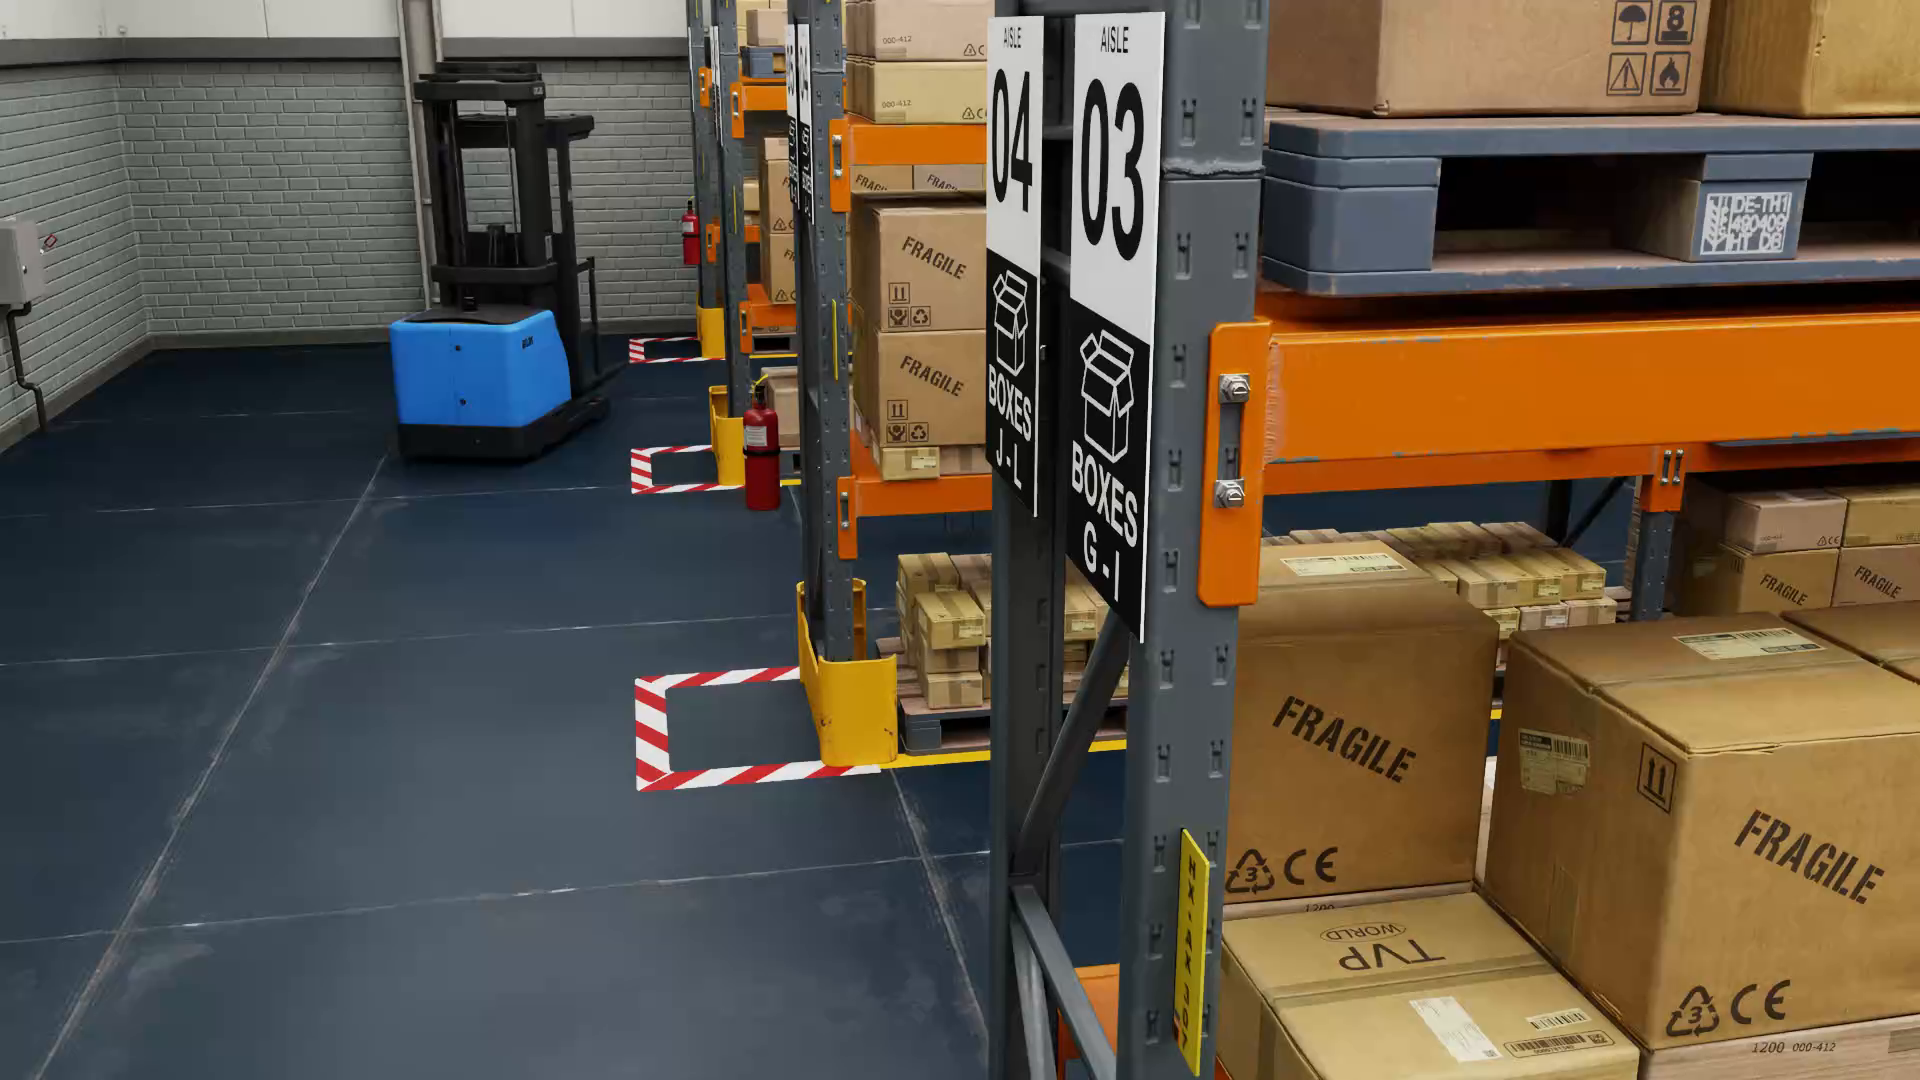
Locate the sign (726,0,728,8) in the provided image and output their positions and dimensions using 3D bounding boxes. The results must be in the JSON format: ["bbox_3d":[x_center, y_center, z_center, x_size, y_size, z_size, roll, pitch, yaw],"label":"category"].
[{"bbox_3d":[-1.566,-3.732,11.122,0.005,0.325,0.100,-3,17,-10],"label":"sign"}]

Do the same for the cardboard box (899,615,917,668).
[{"bbox_3d":[-0.150,0.491,8.245,0.250,0.149,0.380,-3,17,-10],"label":"cardboard box"}]

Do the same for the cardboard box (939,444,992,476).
[{"bbox_3d":[-0.005,-0.411,7.470,0.250,0.149,0.380,-3,17,-8],"label":"cardboard box"}]

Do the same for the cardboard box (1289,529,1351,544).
[{"bbox_3d":[1.885,0.071,8.599,0.250,0.149,0.380,-3,17,-9],"label":"cardboard box"}]

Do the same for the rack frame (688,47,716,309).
[{"bbox_3d":[-2.611,-3.434,16.882,0.127,3.000,1.000,-3,17,-10],"label":"rack frame"}]

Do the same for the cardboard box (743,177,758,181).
[{"bbox_3d":[-2.210,-3.606,17.193,0.500,0.250,0.500,-3,17,-9],"label":"cardboard box"}]

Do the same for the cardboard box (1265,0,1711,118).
[{"bbox_3d":[0.715,-0.921,2.536,0.500,0.500,0.700,-4,18,-14],"label":"cardboard box"}]

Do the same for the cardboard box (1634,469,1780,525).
[{"bbox_3d":[3.983,-0.283,8.890,0.500,0.250,0.500,-4,17,-12],"label":"cardboard box"}]

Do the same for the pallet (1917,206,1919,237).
[{"bbox_3d":[2.141,-0.651,2.865,1.213,0.211,1.003,-3,17,-10],"label":"pallet"}]

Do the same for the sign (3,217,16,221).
[{"bbox_3d":[-7.750,-2.381,13.618,0.001,0.494,0.329,-3,17,-10],"label":"sign"}]

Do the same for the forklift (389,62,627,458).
[{"bbox_3d":[-3.608,-2.407,13.657,1.130,2.935,3.031,2,17,7],"label":"forklift"}]

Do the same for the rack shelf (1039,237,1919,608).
[{"bbox_3d":[2.178,-0.348,2.951,4.000,0.370,1.077,-3,17,-10],"label":"rack shelf"}]

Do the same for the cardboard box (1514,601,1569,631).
[{"bbox_3d":[2.788,0.343,8.219,0.250,0.149,0.380,-4,18,-13],"label":"cardboard box"}]

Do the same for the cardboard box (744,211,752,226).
[{"bbox_3d":[-2.236,-3.253,16.721,0.250,0.149,0.380,-3,17,-11],"label":"cardboard box"}]

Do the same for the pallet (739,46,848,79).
[{"bbox_3d":[-0.939,-3.439,11.941,1.213,0.211,1.003,-3,17,-10],"label":"pallet"}]

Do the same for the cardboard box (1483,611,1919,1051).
[{"bbox_3d":[1.228,0.448,2.716,0.500,0.500,0.500,-4,17,-12],"label":"cardboard box"}]

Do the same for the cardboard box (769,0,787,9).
[{"bbox_3d":[-1.625,-5.152,16.266,0.500,0.250,0.500,-3,17,-11],"label":"cardboard box"}]

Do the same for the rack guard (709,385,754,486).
[{"bbox_3d":[-1.689,-0.807,12.587,0.348,0.500,1.175,-3,17,-10],"label":"rack guard"}]

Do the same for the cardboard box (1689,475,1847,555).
[{"bbox_3d":[4.076,-0.134,8.403,0.500,0.250,0.500,-4,18,-13],"label":"cardboard box"}]

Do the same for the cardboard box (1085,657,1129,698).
[{"bbox_3d":[0.704,0.607,7.867,0.250,0.149,0.380,-3,17,-10],"label":"cardboard box"}]

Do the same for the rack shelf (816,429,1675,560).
[{"bbox_3d":[1.336,-0.349,8.065,4.000,0.370,1.077,-3,17,-10],"label":"rack shelf"}]

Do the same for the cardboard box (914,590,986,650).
[{"bbox_3d":[-0.049,0.365,7.642,0.250,0.149,0.380,-4,18,-13],"label":"cardboard box"}]

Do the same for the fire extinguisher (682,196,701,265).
[{"bbox_3d":[-2.668,-3.077,16.488,0.183,0.674,0.296,-3,17,-10],"label":"fire extinguisher"}]

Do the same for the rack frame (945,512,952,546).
[{"bbox_3d":[-0.076,-0.569,10.622,0.006,1.200,0.240,-3,17,-10],"label":"rack frame"}]

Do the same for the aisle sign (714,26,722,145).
[{"bbox_3d":[-1.681,-3.158,11.557,0.004,0.787,0.394,-3,17,-10],"label":"aisle sign"}]

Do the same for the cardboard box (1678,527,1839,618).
[{"bbox_3d":[4.076,0.225,8.513,0.500,0.500,0.500,-3,17,-8],"label":"cardboard box"}]

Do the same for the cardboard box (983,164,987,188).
[{"bbox_3d":[0.359,-2.563,12.175,0.500,0.500,0.500,-3,17,-10],"label":"cardboard box"}]

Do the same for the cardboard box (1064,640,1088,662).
[{"bbox_3d":[0.439,0.445,7.888,0.250,0.149,0.380,-3,17,-10],"label":"cardboard box"}]

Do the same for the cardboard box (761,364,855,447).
[{"bbox_3d":[-1.037,-1.045,12.752,0.875,0.438,0.875,-4,17,-12],"label":"cardboard box"}]

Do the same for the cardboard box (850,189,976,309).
[{"bbox_3d":[-0.225,-1.347,7.708,0.500,0.500,0.500,-4,17,-12],"label":"cardboard box"}]

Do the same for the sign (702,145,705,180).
[{"bbox_3d":[-2.508,-3.691,16.246,0.005,0.325,0.100,-3,17,-10],"label":"sign"}]

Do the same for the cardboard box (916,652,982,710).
[{"bbox_3d":[-0.052,0.643,7.748,0.250,0.149,0.380,-3,17,-9],"label":"cardboard box"}]

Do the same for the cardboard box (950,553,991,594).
[{"bbox_3d":[0.102,0.196,8.192,0.250,0.149,0.380,-3,17,-9],"label":"cardboard box"}]

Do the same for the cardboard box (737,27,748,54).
[{"bbox_3d":[-2.123,-4.884,16.244,0.500,0.250,0.500,-3,17,-11],"label":"cardboard box"}]

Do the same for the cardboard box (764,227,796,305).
[{"bbox_3d":[-1.140,-1.995,12.027,0.500,0.500,0.500,-3,17,-11],"label":"cardboard box"}]

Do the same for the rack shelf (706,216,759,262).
[{"bbox_3d":[-0.647,-3.201,17.351,4.000,0.370,1.077,-3,17,-10],"label":"rack shelf"}]

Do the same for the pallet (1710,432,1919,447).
[{"bbox_3d":[4.078,-0.713,8.352,1.213,0.211,1.003,-3,17,-10],"label":"pallet"}]

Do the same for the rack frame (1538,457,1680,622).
[{"bbox_3d":[3.300,-0.804,8.322,0.127,3.000,1.000,-3,17,-10],"label":"rack frame"}]

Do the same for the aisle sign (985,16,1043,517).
[{"bbox_3d":[0.087,-0.471,2.810,0.004,0.787,0.394,-3,17,-10],"label":"aisle sign"}]

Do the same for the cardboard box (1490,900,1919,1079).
[{"bbox_3d":[1.246,0.804,2.836,0.500,0.250,0.500,-3,17,-11],"label":"cardboard box"}]

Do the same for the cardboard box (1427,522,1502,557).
[{"bbox_3d":[2.641,0.031,8.729,0.250,0.149,0.380,-2,17,-8],"label":"cardboard box"}]

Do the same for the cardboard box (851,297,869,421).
[{"bbox_3d":[-0.235,-0.871,7.861,0.500,0.500,0.500,-3,17,-9],"label":"cardboard box"}]

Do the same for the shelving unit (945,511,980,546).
[{"bbox_3d":[0.014,-0.574,10.638,0.189,1.200,0.258,-3,17,-10],"label":"shelving unit"}]

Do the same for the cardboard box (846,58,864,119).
[{"bbox_3d":[-0.231,-2.045,7.509,0.500,0.250,0.500,-4,17,-12],"label":"cardboard box"}]

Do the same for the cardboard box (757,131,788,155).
[{"bbox_3d":[-1.351,-2.917,12.221,0.250,0.149,0.380,-3,17,-10],"label":"cardboard box"}]

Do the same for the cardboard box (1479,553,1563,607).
[{"bbox_3d":[2.757,0.194,8.199,0.250,0.149,0.380,-3,17,-10],"label":"cardboard box"}]

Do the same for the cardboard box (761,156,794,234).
[{"bbox_3d":[-1.140,-2.473,11.883,0.500,0.500,0.500,-4,17,-12],"label":"cardboard box"}]

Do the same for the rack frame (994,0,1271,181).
[{"bbox_3d":[0.214,-2.014,2.042,0.127,3.000,1.000,-3,17,-10],"label":"rack frame"}]

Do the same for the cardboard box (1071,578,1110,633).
[{"bbox_3d":[0.699,0.300,7.853,0.250,0.149,0.380,-4,18,-13],"label":"cardboard box"}]
